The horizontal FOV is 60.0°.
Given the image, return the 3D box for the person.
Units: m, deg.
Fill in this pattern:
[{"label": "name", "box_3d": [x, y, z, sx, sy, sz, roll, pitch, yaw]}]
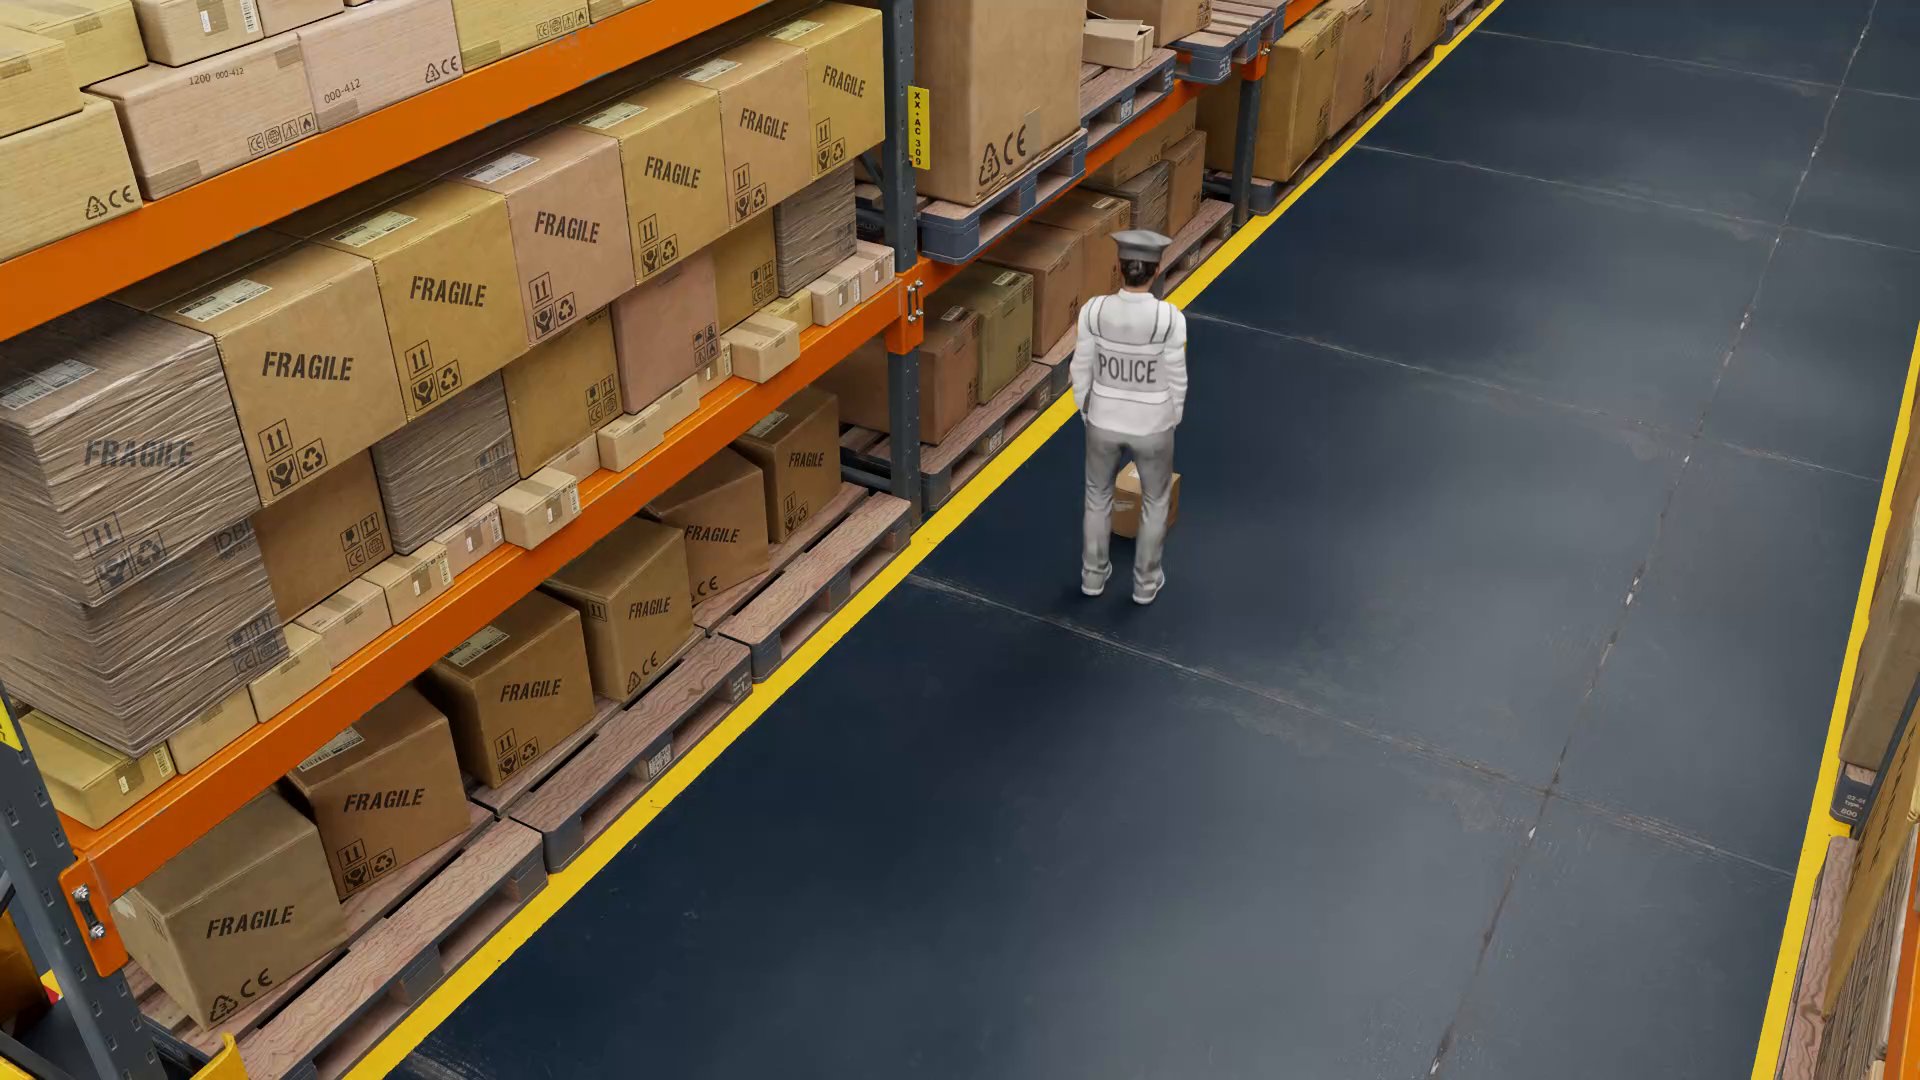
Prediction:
[{"label": "person", "box_3d": [0.689, -0.489, 6.880, 0.485, 1.651, 0.381, 10, 36, 14]}]
